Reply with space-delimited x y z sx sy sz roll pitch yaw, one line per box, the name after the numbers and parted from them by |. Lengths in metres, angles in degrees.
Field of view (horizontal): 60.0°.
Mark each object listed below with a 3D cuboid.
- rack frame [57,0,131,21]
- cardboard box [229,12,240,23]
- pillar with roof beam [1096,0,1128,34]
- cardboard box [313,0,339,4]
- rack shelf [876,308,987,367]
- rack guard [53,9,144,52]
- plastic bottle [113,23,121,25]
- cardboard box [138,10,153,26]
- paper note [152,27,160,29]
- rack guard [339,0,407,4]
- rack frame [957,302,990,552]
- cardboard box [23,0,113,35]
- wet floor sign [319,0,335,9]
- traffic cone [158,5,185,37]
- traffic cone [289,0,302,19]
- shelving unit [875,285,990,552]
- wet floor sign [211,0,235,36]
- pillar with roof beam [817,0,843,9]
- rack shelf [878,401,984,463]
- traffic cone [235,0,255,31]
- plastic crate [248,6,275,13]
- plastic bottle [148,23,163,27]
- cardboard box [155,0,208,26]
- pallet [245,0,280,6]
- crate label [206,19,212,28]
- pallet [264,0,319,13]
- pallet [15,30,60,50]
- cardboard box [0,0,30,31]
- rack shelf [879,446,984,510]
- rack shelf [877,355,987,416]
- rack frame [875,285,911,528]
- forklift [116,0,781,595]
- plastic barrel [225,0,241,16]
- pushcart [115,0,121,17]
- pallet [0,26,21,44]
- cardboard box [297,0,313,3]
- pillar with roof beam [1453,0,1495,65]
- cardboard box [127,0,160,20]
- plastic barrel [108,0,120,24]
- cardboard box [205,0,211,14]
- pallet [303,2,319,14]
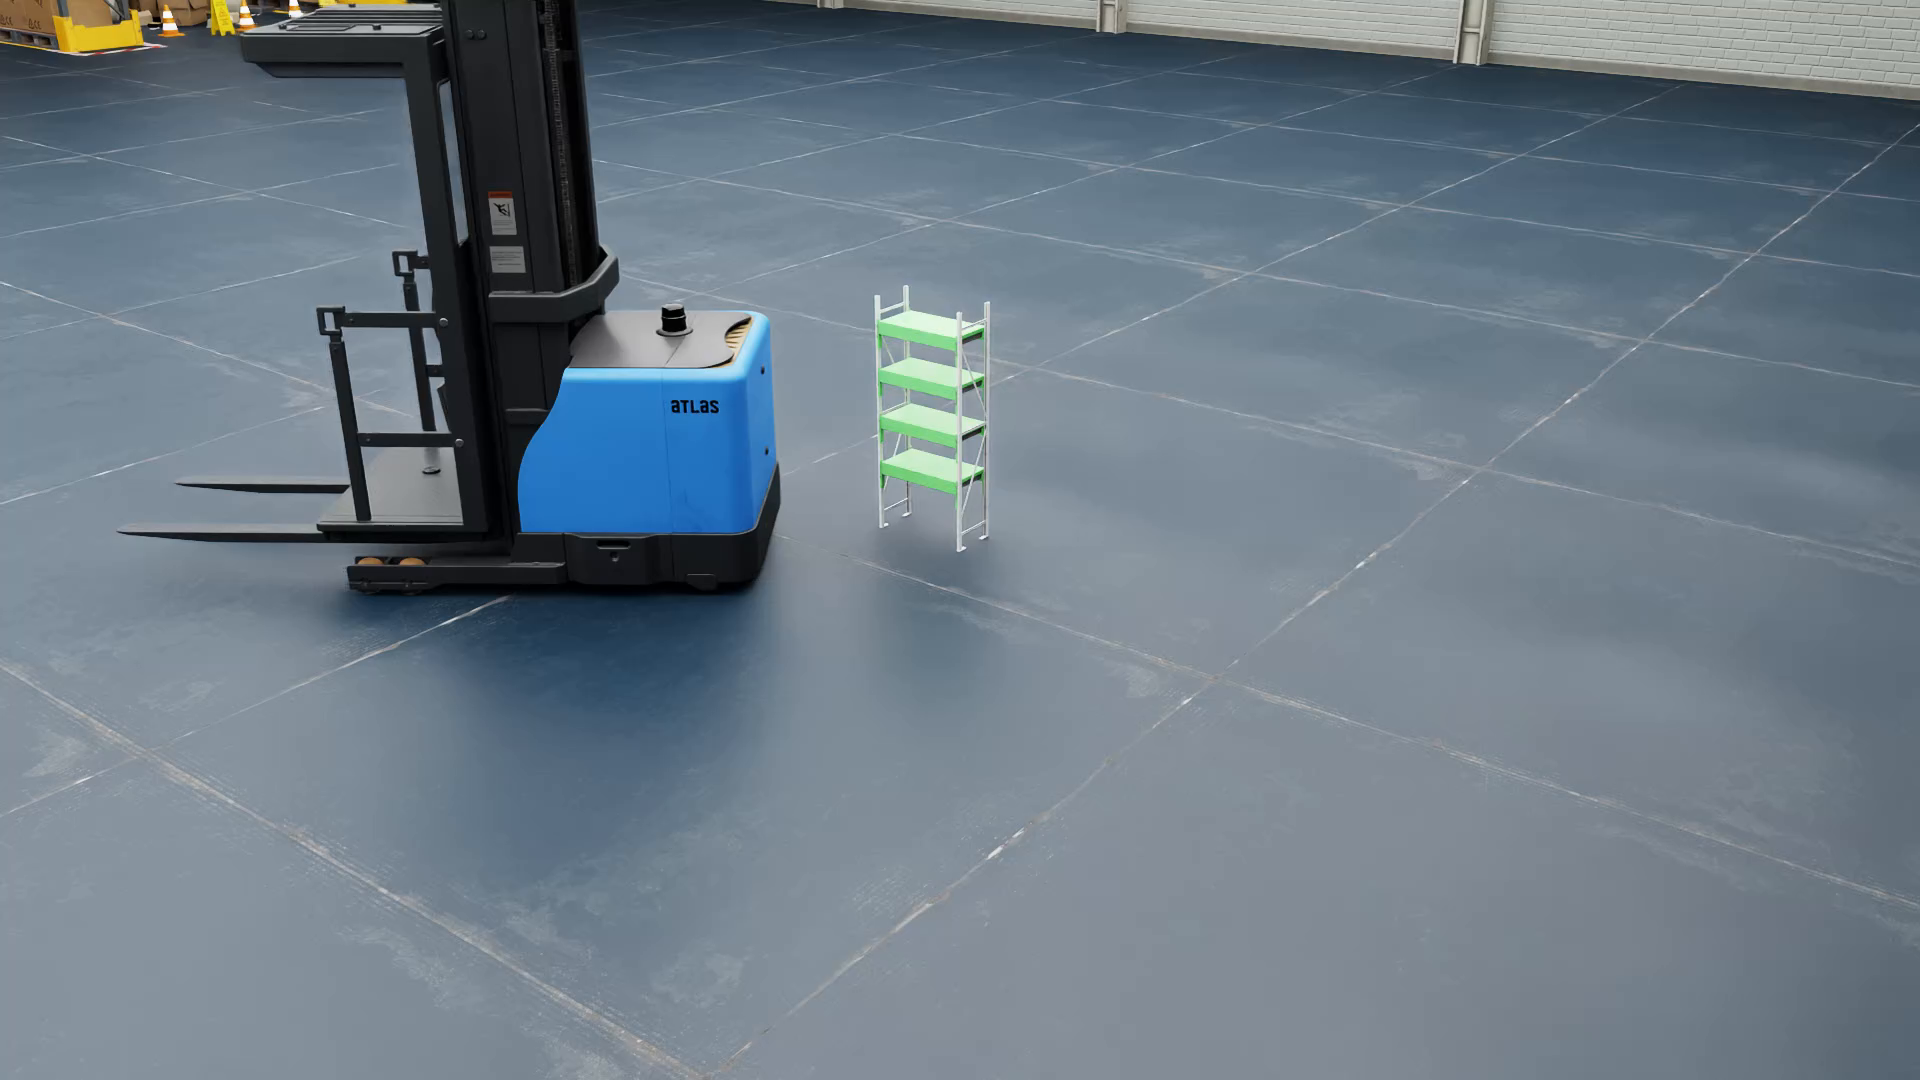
-12.993 -8.829 24.567 0.127 3.000 1.000 17 29 33 | rack frame
-12.364 -8.811 28.062 0.380 0.149 0.250 -10 26 -21 | cardboard box
-0.127 -10.966 21.978 0.400 9.000 9.100 17 29 33 | pillar with roof beam
-10.932 -9.498 28.977 0.500 0.250 0.500 17 29 33 | cardboard box
-0.132 -0.970 7.931 0.480 0.148 0.258 17 29 33 | rack shelf
-12.973 -7.679 25.058 0.348 0.500 1.175 17 29 33 | rack guard
-13.899 -8.475 27.409 0.133 0.061 0.283 7 25 15 | plastic bottle
-13.713 -8.723 27.719 0.396 0.266 0.258 -21 31 -39 | cardboard box
-13.196 -8.386 27.247 0.144 0.017 0.142 -15 28 -30 | paper note
-10.166 -9.325 28.793 0.348 0.500 1.175 17 29 33 | rack guard
0.063 -0.530 7.965 0.015 1.200 0.240 17 29 33 | rack frame
-13.575 -8.191 25.235 0.875 0.875 0.875 17 29 34 | cardboard box
-10.594 -8.982 27.834 0.267 0.644 0.232 -15 28 -30 | wet floor sign
-12.566 -8.254 26.410 0.334 0.463 0.336 17 29 33 | traffic cone
-11.222 -8.977 28.050 0.334 0.463 0.336 17 29 33 | traffic cone
-0.132 -0.589 8.099 0.503 1.200 0.258 17 29 33 | shelving unit
-11.782 -8.383 26.476 0.232 0.644 0.267 12 26 24 | wet floor sign
-4.928 -12.417 25.271 0.400 9.000 9.100 17 29 33 | pillar with roof beam
-0.132 -0.531 8.125 0.480 0.148 0.258 17 29 33 | rack shelf
-11.616 -8.537 27.051 0.334 0.463 0.336 17 29 33 | traffic cone
-12.541 -9.437 29.569 0.583 0.080 0.402 7 25 15 | plastic crate
-13.344 -8.528 27.530 0.283 0.061 0.133 7 25 15 | plastic bottle
-13.029 -8.916 27.861 0.637 0.503 0.797 -1 24 -3 | cardboard box
-12.747 -9.990 30.662 1.213 0.211 1.003 17 29 33 | pallet
-12.282 -8.558 27.503 0.298 0.136 0.250 3 24 6 | crate label
-11.766 -9.695 29.993 1.213 0.211 1.003 17 29 33 | pallet
-13.679 -7.721 25.511 1.213 0.211 1.003 17 29 33 | pallet
-14.280 -8.403 25.716 0.875 0.875 0.875 16 29 32 | cardboard box
-0.132 -0.311 8.221 0.480 0.148 0.258 17 29 33 | rack shelf
-0.132 -0.750 8.028 0.480 0.148 0.258 17 29 33 | rack shelf
-0.328 -0.648 8.233 0.015 1.200 0.240 17 29 33 | rack frame
-2.438 -1.302 7.569 3.031 2.935 1.130 0 24 1 | forklift
-12.665 -9.282 28.792 0.512 0.421 0.421 -5 24 -12 | plastic barrel
-14.633 -9.470 29.274 0.936 0.377 1.648 7 25 15 | pushcart
-14.651 -8.016 26.181 1.213 0.211 1.003 17 29 33 | pallet
-11.323 -9.620 29.254 0.500 0.250 0.500 17 29 33 | cardboard box
4.674 -9.515 18.685 0.400 9.000 9.100 17 29 33 | pillar with roof beam
-13.782 -9.201 28.341 0.503 0.637 0.797 17 29 33 | cardboard box
-14.366 -8.838 27.783 0.512 0.421 0.421 -5 24 -12 | plastic barrel
-13.264 -9.577 29.362 0.500 0.500 0.500 -5 24 -12 | cardboard box
-10.794 -9.400 29.323 1.213 0.211 1.003 17 29 33 | pallet
